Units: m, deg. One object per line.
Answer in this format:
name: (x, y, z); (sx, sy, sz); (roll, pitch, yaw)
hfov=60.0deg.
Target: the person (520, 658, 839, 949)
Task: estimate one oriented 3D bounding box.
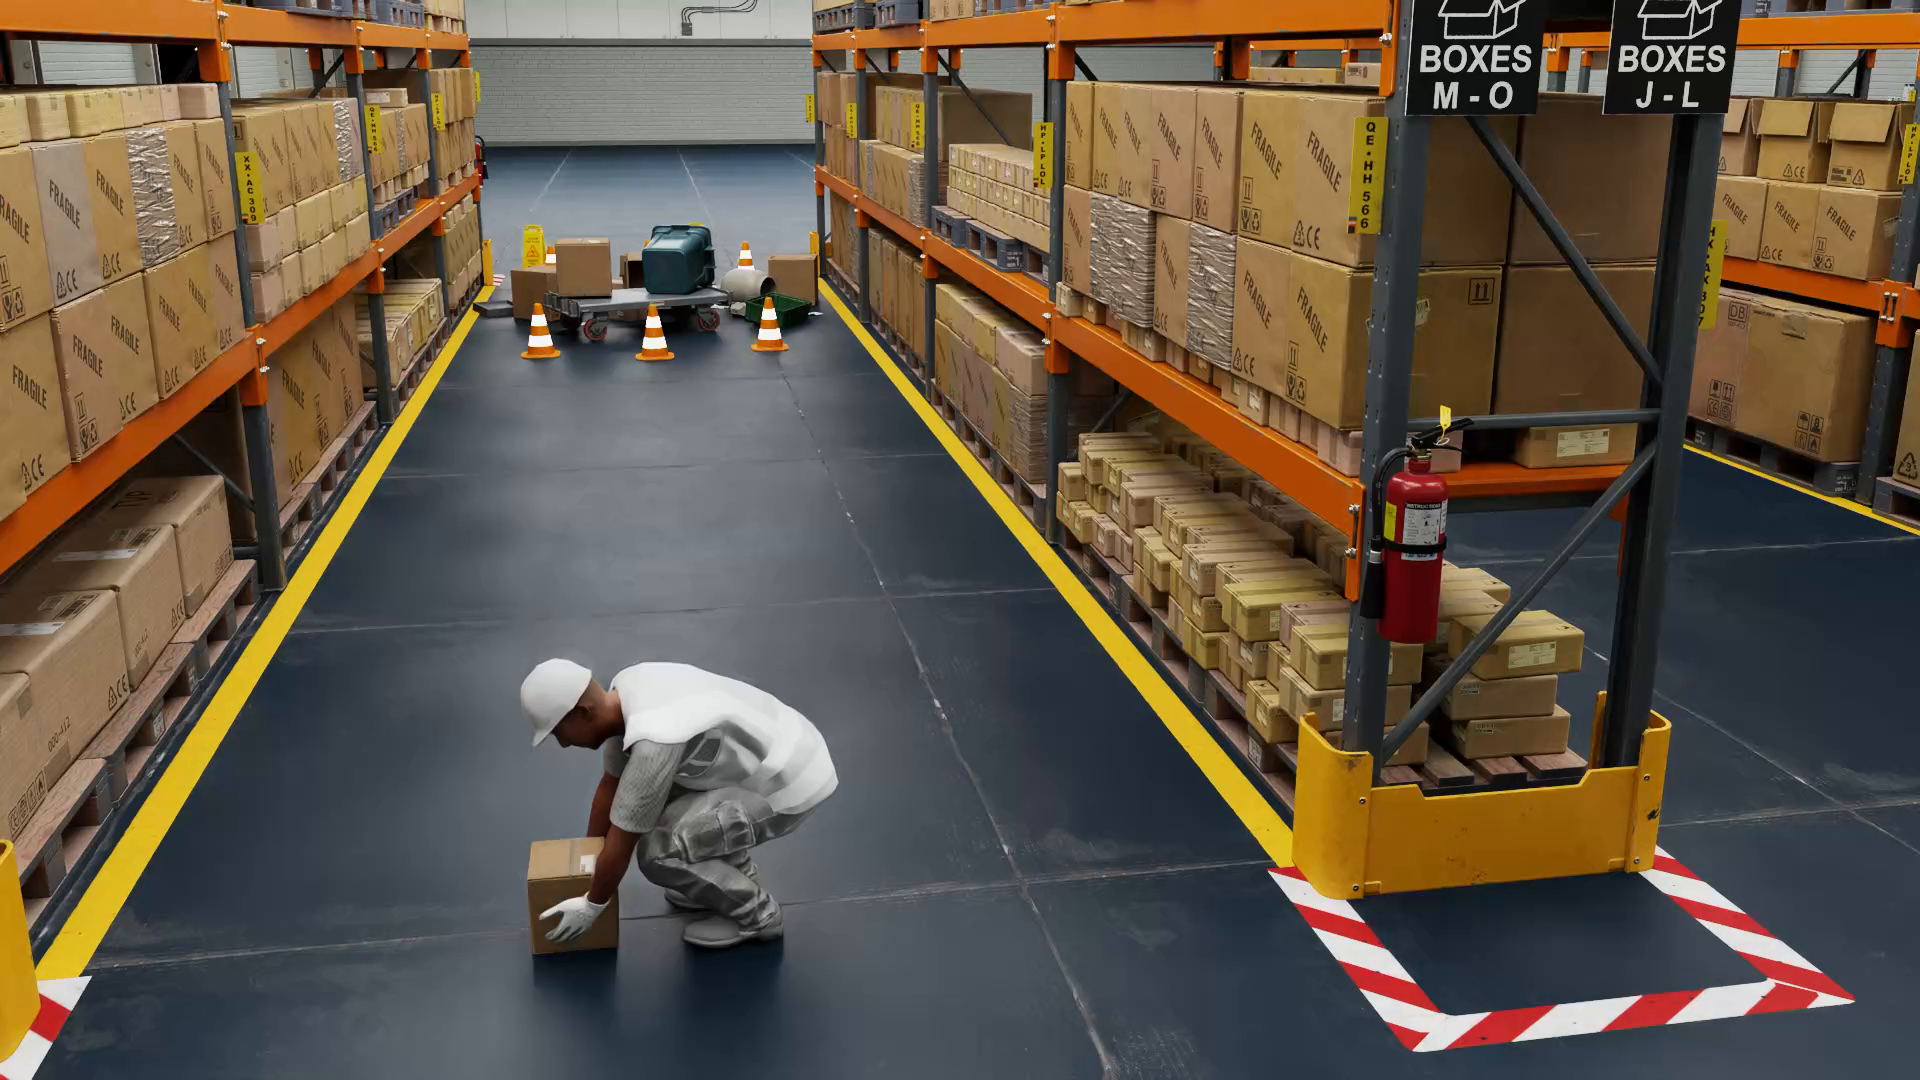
person: (-0.822, 0.754, 4.983); (0.906, 0.909, 0.568); (-3, 16, -10)
